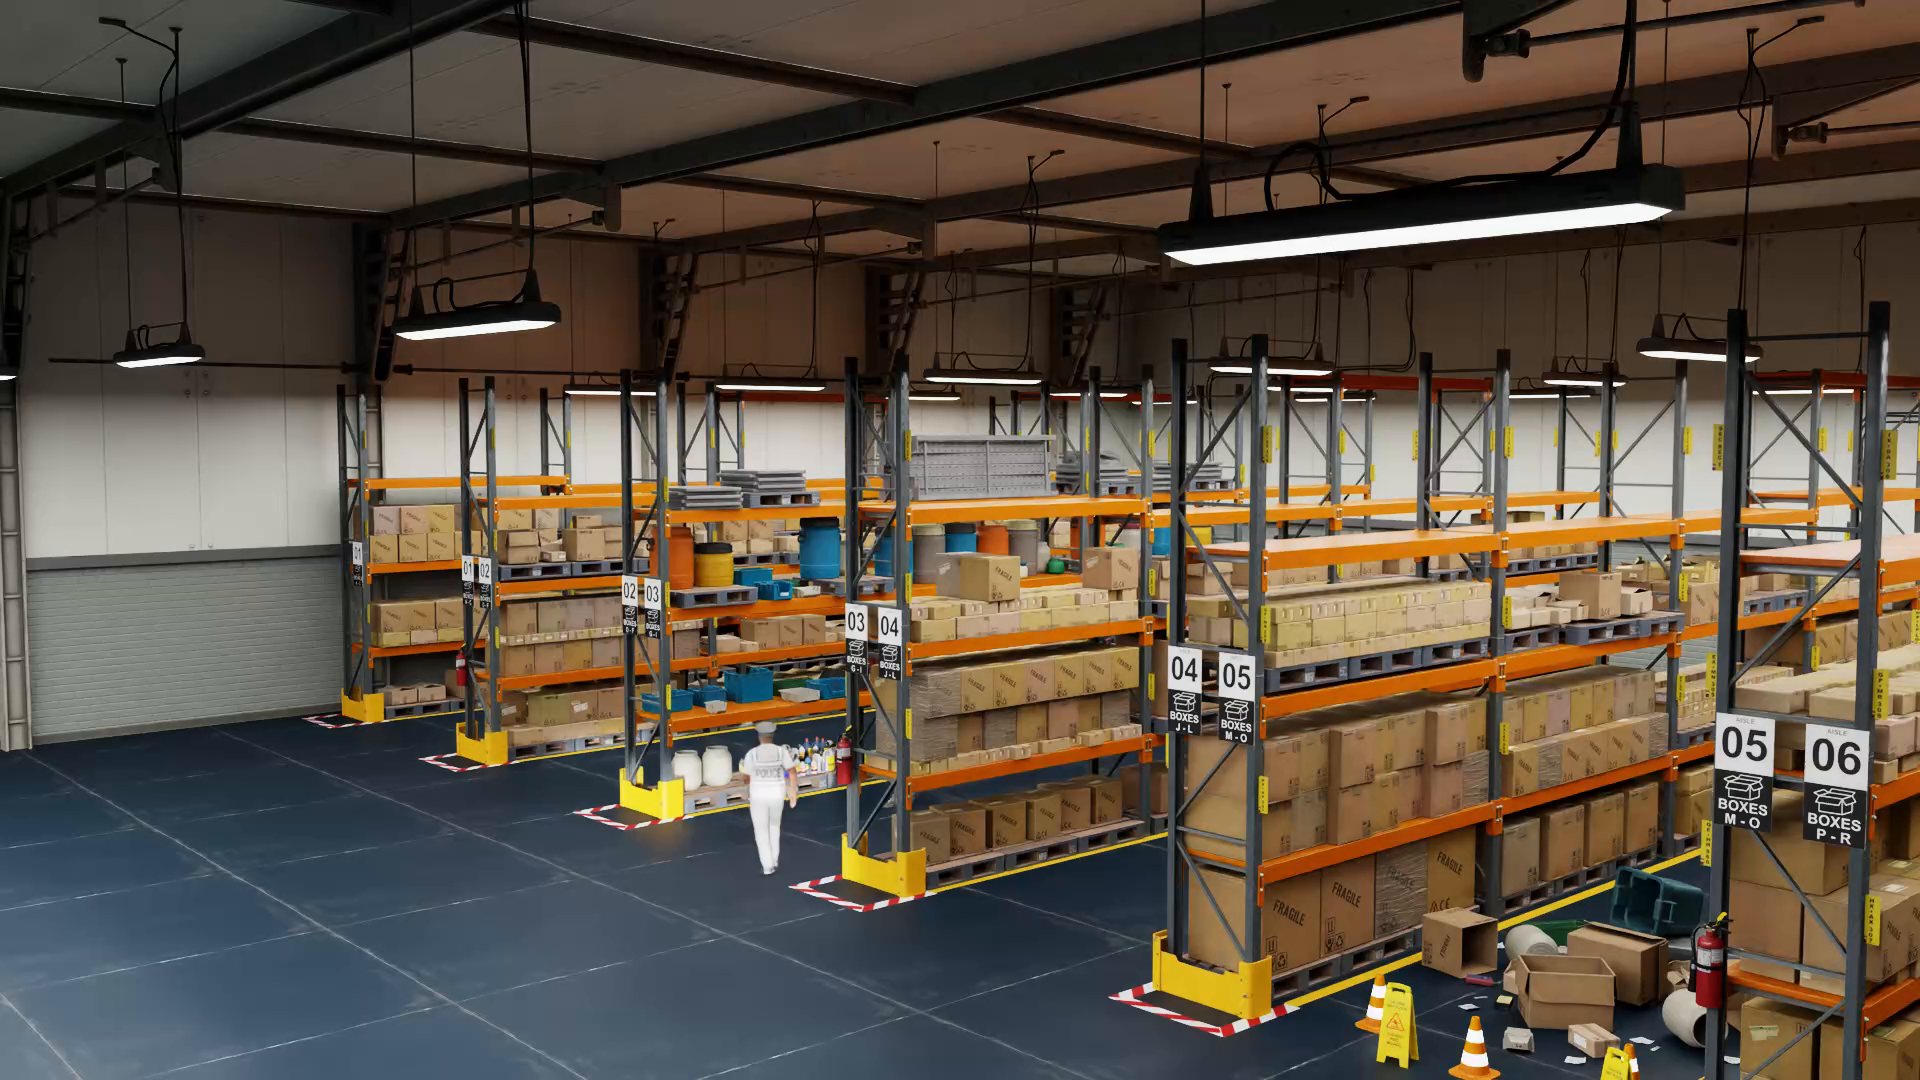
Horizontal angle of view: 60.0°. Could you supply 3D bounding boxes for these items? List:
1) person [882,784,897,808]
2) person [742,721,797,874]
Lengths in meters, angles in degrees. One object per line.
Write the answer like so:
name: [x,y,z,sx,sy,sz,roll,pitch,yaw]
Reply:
person: [-0.815,2.822,23.000,0.379,1.709,0.583,2,4,24]
person: [-2.260,3.054,19.551,0.616,1.842,0.759,-1,4,-21]
